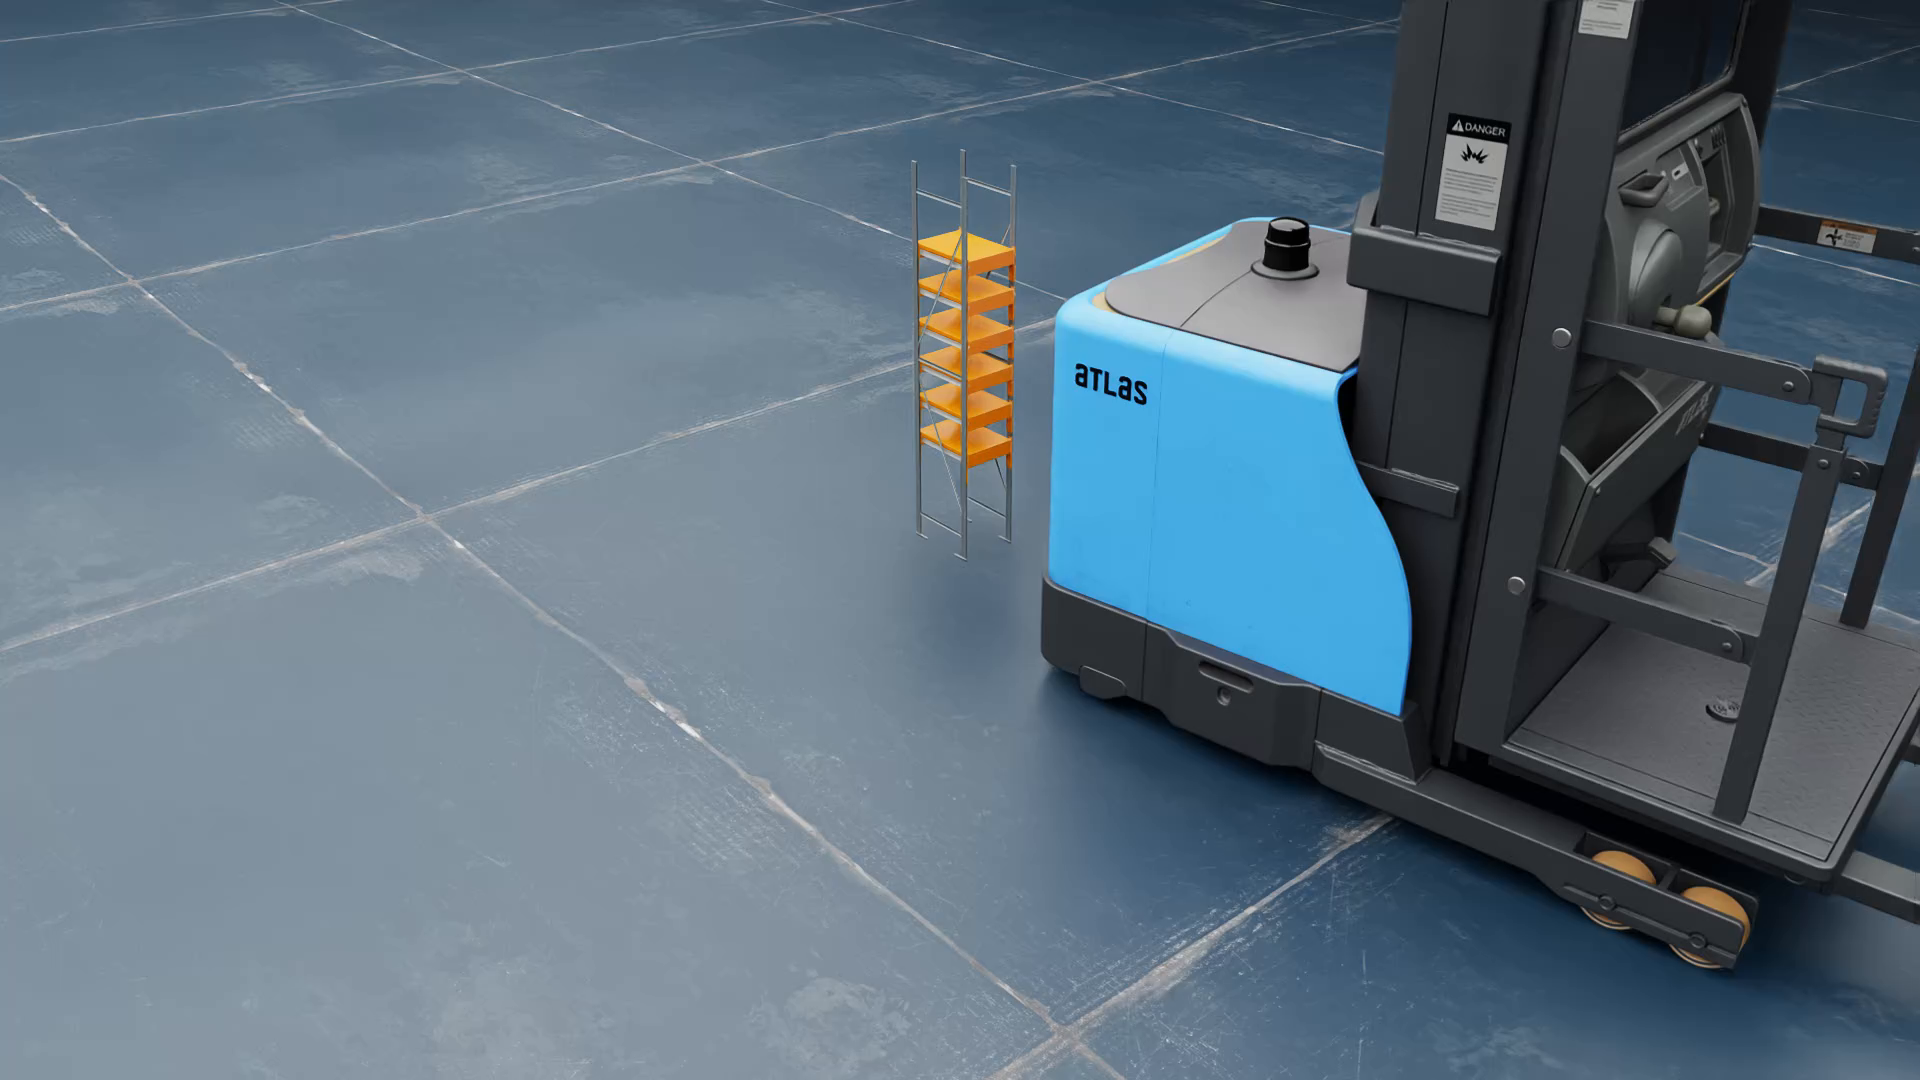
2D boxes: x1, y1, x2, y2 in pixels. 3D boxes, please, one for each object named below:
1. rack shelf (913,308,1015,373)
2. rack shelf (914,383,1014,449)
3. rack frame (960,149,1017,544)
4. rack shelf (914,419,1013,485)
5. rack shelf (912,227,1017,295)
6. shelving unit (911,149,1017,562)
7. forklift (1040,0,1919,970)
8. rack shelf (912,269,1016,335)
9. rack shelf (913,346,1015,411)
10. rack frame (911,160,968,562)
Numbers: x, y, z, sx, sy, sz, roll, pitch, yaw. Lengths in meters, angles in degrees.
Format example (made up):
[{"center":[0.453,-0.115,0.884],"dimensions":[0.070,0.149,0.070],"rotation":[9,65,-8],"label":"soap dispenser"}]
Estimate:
[{"center":[0.011,-0.600,4.940],"dimensions":[0.180,0.103,0.258],"rotation":[-22,35,-35],"label":"rack shelf"},{"center":[0.011,-0.389,5.053],"dimensions":[0.180,0.103,0.258],"rotation":[-22,35,-35],"label":"rack shelf"},{"center":[0.081,-0.562,5.028],"dimensions":[0.006,1.200,0.240],"rotation":[-22,35,-35],"label":"rack frame"},{"center":[0.011,-0.283,5.110],"dimensions":[0.180,0.103,0.258],"rotation":[-22,35,-35],"label":"rack shelf"},{"center":[0.011,-0.812,4.827],"dimensions":[0.180,0.103,0.258],"rotation":[-22,35,-35],"label":"rack shelf"},{"center":[0.011,-0.534,4.975],"dimensions":[0.189,1.200,0.258],"rotation":[-22,35,-35],"label":"shelving unit"},{"center":[1.685,-0.665,3.385],"dimensions":[3.031,2.935,1.130],"rotation":[21,34,34],"label":"forklift"},{"center":[0.011,-0.706,4.883],"dimensions":[0.180,0.103,0.258],"rotation":[-22,35,-35],"label":"rack shelf"},{"center":[0.011,-0.494,4.996],"dimensions":[0.180,0.103,0.258],"rotation":[-22,35,-35],"label":"rack shelf"},{"center":[-0.059,-0.506,4.923],"dimensions":[0.006,1.200,0.240],"rotation":[-22,35,-35],"label":"rack frame"}]
